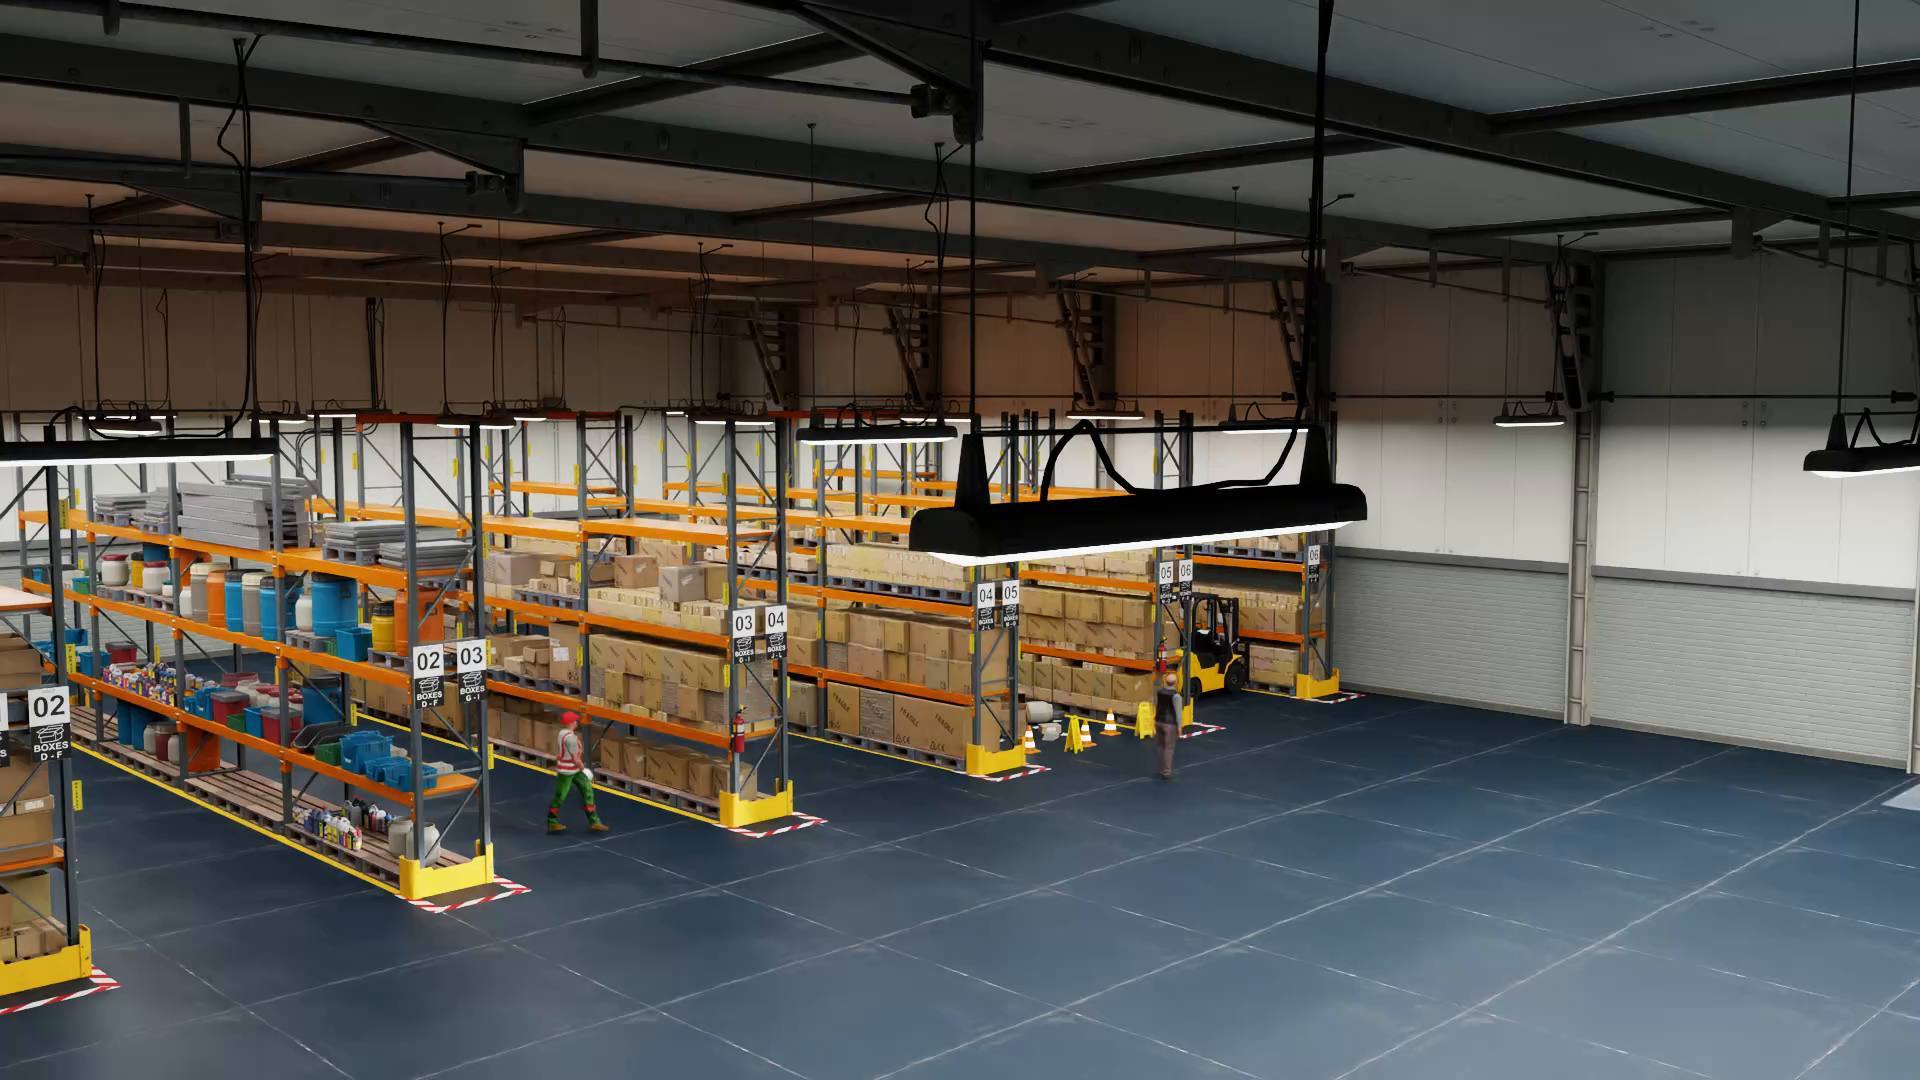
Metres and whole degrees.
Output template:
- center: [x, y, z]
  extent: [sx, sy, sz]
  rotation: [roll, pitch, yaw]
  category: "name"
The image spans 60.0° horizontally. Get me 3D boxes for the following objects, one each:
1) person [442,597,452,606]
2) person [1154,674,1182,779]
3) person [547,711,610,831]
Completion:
- center: [-12.171, 2.082, 39.363]
  extent: [0.458, 1.645, 0.690]
  rotation: [0, 5, 3]
  category: "person"
- center: [3.461, 3.083, 27.537]
  extent: [0.404, 1.730, 0.567]
  rotation: [-4, 6, -38]
  category: "person"
- center: [-5.563, 3.342, 23.998]
  extent: [0.897, 1.757, 0.484]
  rotation: [2, 5, 17]
  category: "person"
